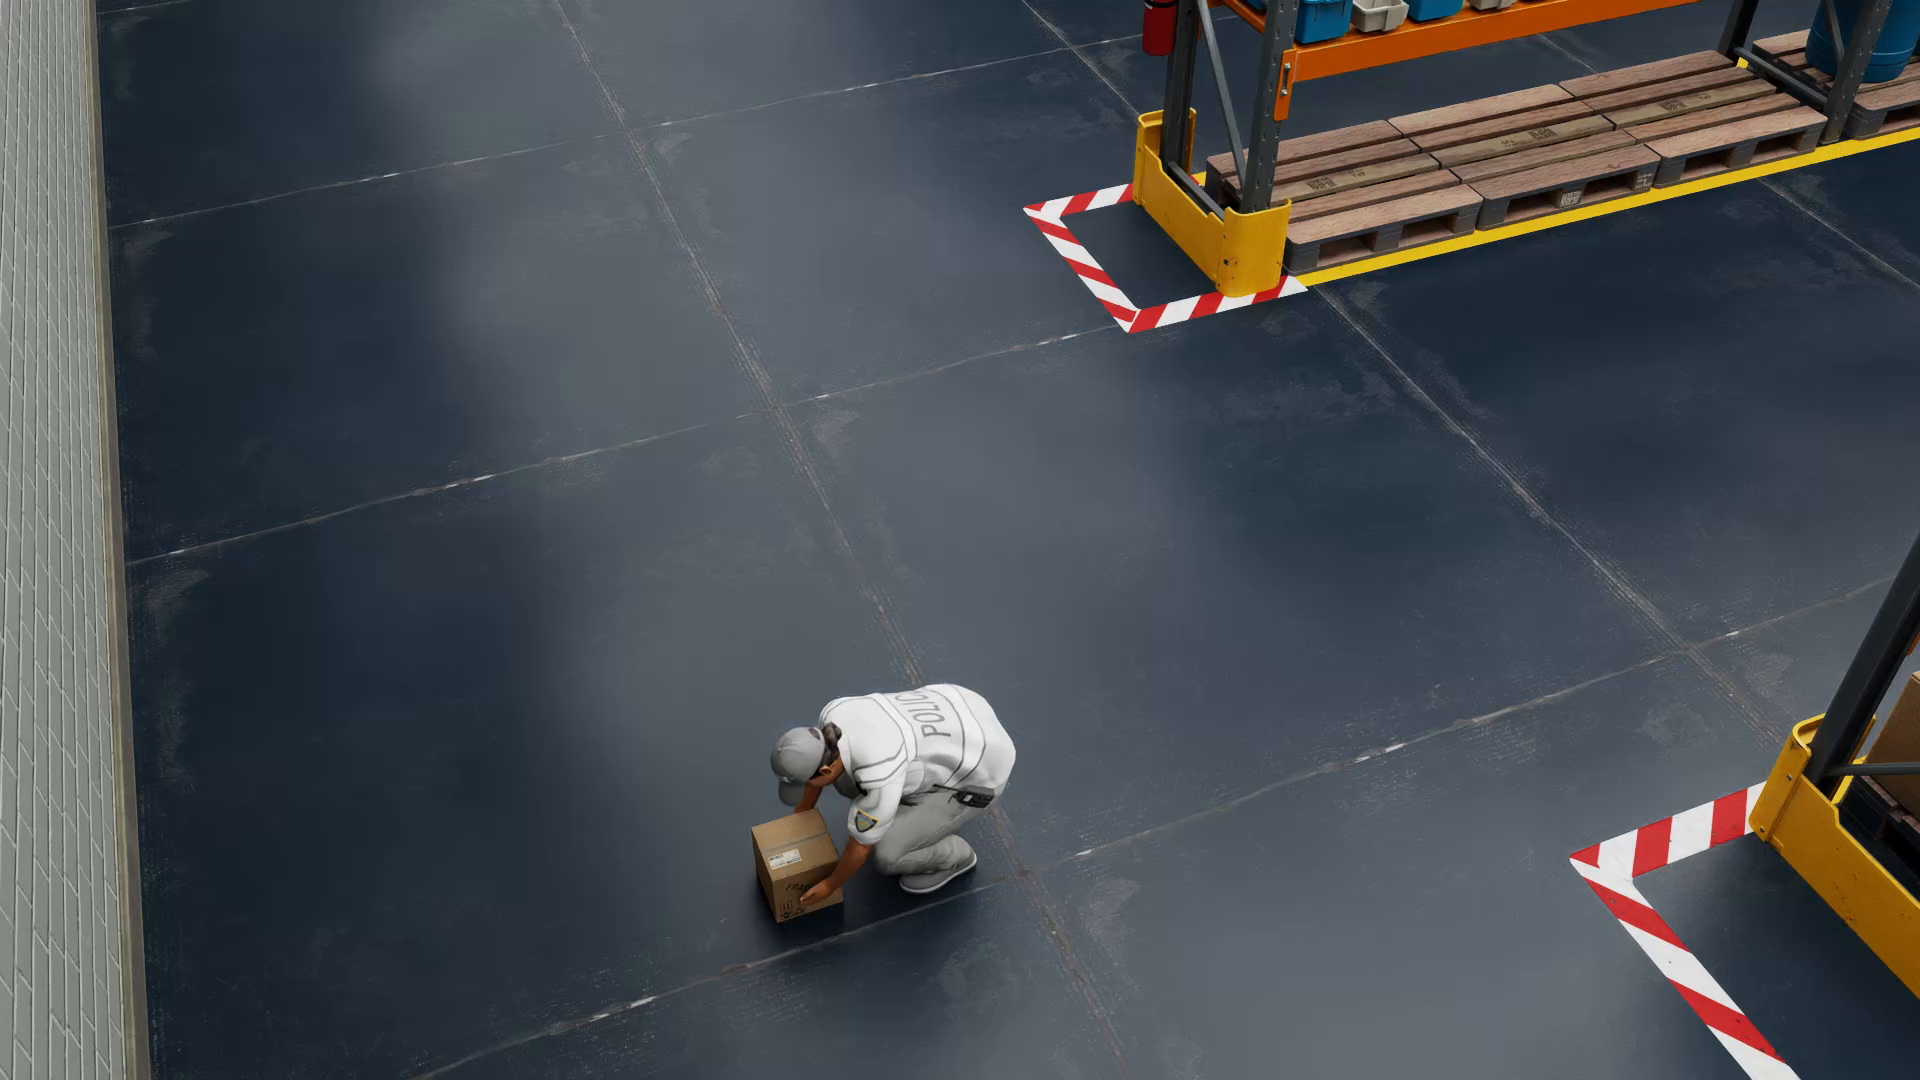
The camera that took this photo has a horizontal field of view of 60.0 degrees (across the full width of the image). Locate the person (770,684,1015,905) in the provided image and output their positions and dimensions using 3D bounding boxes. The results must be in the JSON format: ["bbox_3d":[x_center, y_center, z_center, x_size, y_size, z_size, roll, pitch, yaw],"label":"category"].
[{"bbox_3d":[-0.237,0.846,5.816,0.863,0.874,0.523,-16,44,-17],"label":"person"}]
